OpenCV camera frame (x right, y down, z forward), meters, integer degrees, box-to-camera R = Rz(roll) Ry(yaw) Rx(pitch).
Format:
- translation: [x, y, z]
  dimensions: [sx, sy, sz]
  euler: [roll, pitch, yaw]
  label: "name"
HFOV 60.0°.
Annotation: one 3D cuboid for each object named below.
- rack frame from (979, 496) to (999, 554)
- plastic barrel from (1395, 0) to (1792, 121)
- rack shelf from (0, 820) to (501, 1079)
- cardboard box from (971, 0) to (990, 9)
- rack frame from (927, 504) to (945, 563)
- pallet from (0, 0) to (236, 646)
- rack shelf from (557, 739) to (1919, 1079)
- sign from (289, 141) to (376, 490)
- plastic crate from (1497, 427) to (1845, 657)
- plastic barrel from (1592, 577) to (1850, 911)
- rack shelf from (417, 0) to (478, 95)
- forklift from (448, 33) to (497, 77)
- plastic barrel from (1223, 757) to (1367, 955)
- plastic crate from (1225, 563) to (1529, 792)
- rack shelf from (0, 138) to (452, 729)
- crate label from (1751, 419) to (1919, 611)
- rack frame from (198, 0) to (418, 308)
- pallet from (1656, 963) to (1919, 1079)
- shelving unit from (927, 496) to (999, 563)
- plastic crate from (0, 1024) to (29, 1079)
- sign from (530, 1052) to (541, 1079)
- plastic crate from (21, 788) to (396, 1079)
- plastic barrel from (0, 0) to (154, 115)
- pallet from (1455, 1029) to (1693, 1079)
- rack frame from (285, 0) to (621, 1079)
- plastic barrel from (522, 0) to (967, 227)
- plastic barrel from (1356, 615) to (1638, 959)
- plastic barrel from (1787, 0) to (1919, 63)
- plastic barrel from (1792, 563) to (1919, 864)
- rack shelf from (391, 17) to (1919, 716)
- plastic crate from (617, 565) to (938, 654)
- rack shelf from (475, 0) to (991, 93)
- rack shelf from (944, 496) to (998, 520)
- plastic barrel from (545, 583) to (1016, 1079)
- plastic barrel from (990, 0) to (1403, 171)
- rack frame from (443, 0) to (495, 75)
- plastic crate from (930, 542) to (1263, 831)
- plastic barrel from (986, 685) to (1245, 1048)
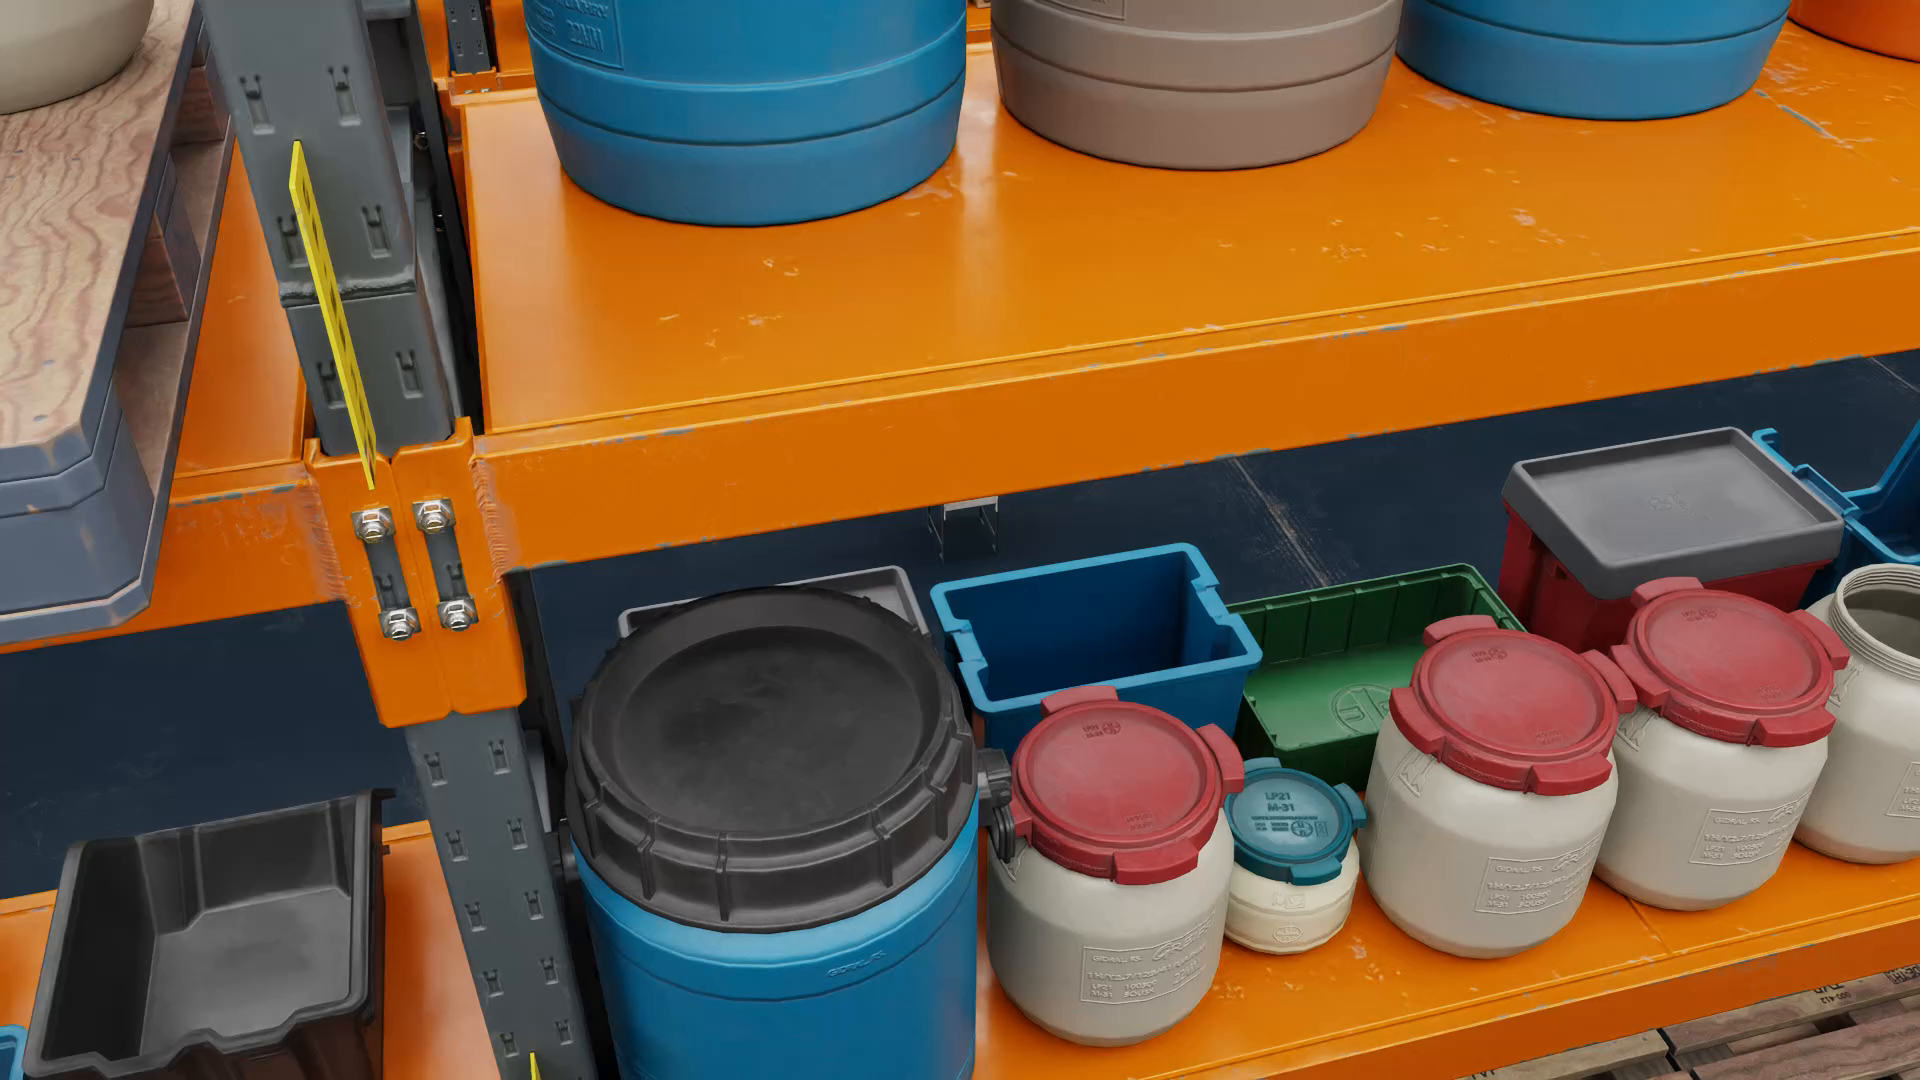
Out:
- translation: [0.106, -0.375, 5.999]
  dimensions: [0.006, 0.900, 0.240]
  euler: [-9, 38, -12]
  label: "rack frame"
- translation: [0.974, -1.141, 2.391]
  dimensions: [0.708, 0.901, 0.600]
  euler: [-9, 38, -12]
  label: "plastic barrel"
- translation: [-2.654, 1.267, 2.717]
  dimensions: [4.000, 0.370, 1.077]
  euler: [-9, 38, -12]
  label: "rack shelf"
- translation: [0.235, -2.639, 7.149]
  dimensions: [0.500, 0.500, 0.500]
  euler: [-11, 39, -14]
  label: "cardboard box"
- translation: [-0.090, -0.343, 5.957]
  dimensions: [0.006, 0.900, 0.240]
  euler: [-9, 38, -12]
  label: "rack frame"
- translation: [-1.394, -0.280, 1.834]
  dimensions: [1.003, 0.211, 1.213]
  euler: [-9, 38, -12]
  label: "pallet"
- translation: [1.208, 0.634, 3.545]
  dimensions: [4.000, 0.370, 1.077]
  euler: [-9, 38, -12]
  label: "rack shelf"
- translation: [-0.591, -0.206, 1.574]
  dimensions: [0.005, 0.325, 0.100]
  euler: [-9, 38, -12]
  label: "sign"
- translation: [1.499, 0.082, 3.621]
  dimensions: [0.583, 0.464, 0.402]
  euler: [-9, 38, -12]
  label: "plastic crate"
- translation: [1.384, 0.403, 3.143]
  dimensions: [0.433, 0.535, 0.433]
  euler: [0, 37, 0]
  label: "plastic barrel"
- translation: [-3.942, -1.639, 6.516]
  dimensions: [4.000, 0.370, 1.077]
  euler: [-9, 38, -12]
  label: "rack shelf"
- translation: [-2.137, -3.708, 8.685]
  dimensions: [3.031, 2.935, 1.130]
  euler: [-10, 38, -12]
  label: "forklift"
- translation: [0.595, 0.600, 3.111]
  dimensions: [0.301, 0.262, 0.301]
  euler: [0, 37, 0]
  label: "plastic barrel"
- translation: [0.884, 0.307, 3.554]
  dimensions: [0.662, 0.188, 0.450]
  euler: [-9, 38, -12]
  label: "plastic crate"
- translation: [-2.654, 0.076, 1.805]
  dimensions: [4.000, 0.370, 1.077]
  euler: [-9, 38, -12]
  label: "rack shelf"
- translation: [2.109, 0.016, 3.732]
  dimensions: [0.616, 0.435, 0.502]
  euler: [-9, 38, -12]
  label: "crate label"
- translation: [-0.723, -1.718, 1.090]
  dimensions: [0.127, 3.000, 1.000]
  euler: [-9, 38, -12]
  label: "rack frame"
- translation: [2.380, 1.238, 4.457]
  dimensions: [1.213, 0.211, 1.003]
  euler: [-9, 38, -12]
  label: "pallet"
- translation: [0.008, -0.359, 5.978]
  dimensions: [0.210, 0.900, 0.258]
  euler: [-9, 38, -12]
  label: "shelving unit"
- translation: [-1.721, 1.058, 2.520]
  dimensions: [0.616, 0.251, 0.499]
  euler: [-9, 38, -12]
  label: "plastic crate"
- translation: [-0.591, 0.879, 2.404]
  dimensions: [0.005, 0.325, 0.100]
  euler: [-9, 38, -12]
  label: "sign"
- translation: [-1.262, 0.698, 2.920]
  dimensions: [0.504, 0.338, 0.767]
  euler: [-9, 38, -12]
  label: "plastic crate"
- translation: [-1.190, -0.785, 1.901]
  dimensions: [0.421, 0.512, 0.421]
  euler: [0, 37, 0]
  label: "plastic barrel"
- translation: [1.205, 1.430, 4.207]
  dimensions: [1.213, 0.211, 1.003]
  euler: [-9, 38, -12]
  label: "pallet"
- translation: [-0.723, 0.665, 2.912]
  dimensions: [0.127, 3.000, 1.000]
  euler: [-9, 38, -12]
  label: "rack frame"
- translation: [-0.289, -0.934, 2.120]
  dimensions: [0.708, 0.901, 0.600]
  euler: [-9, 38, -12]
  label: "plastic barrel"
- translation: [0.966, 0.472, 3.053]
  dimensions: [0.433, 0.535, 0.433]
  euler: [0, 37, 0]
  label: "plastic barrel"
- translation: [1.658, -1.225, 2.560]
  dimensions: [0.708, 0.830, 0.600]
  euler: [-9, 38, -12]
  label: "plastic barrel"
- translation: [1.794, 0.342, 3.243]
  dimensions: [0.421, 0.512, 0.421]
  euler: [0, 37, 0]
  label: "plastic barrel"
- translation: [1.208, -0.558, 2.634]
  dimensions: [4.000, 0.370, 1.077]
  euler: [-9, 38, -12]
  label: "rack shelf"
- translation: [-0.336, 0.383, 3.228]
  dimensions: [0.583, 0.464, 0.402]
  euler: [-9, 38, -12]
  label: "plastic crate"
- translation: [-0.080, -2.273, 7.344]
  dimensions: [4.000, 0.370, 1.077]
  euler: [-9, 38, -12]
  label: "rack shelf"
- translation: [0.008, -0.189, 6.108]
  dimensions: [0.200, 0.077, 0.258]
  euler: [-9, 38, -12]
  label: "rack shelf"
- translation: [-0.271, 0.582, 2.608]
  dimensions: [0.708, 0.901, 0.600]
  euler: [-9, 38, -12]
  label: "plastic barrel"
- translation: [0.343, -1.037, 2.256]
  dimensions: [0.600, 0.901, 0.600]
  euler: [0, 37, 0]
  label: "plastic barrel"
- translation: [-2.011, -2.241, 6.711]
  dimensions: [0.127, 3.000, 1.000]
  euler: [-9, 38, -12]
  label: "rack frame"
- translation: [0.261, 0.314, 3.384]
  dimensions: [0.575, 0.384, 0.392]
  euler: [-9, 38, -12]
  label: "plastic crate"
- translation: [0.258, 0.588, 2.901]
  dimensions: [0.433, 0.535, 0.433]
  euler: [0, 37, 0]
  label: "plastic barrel"
